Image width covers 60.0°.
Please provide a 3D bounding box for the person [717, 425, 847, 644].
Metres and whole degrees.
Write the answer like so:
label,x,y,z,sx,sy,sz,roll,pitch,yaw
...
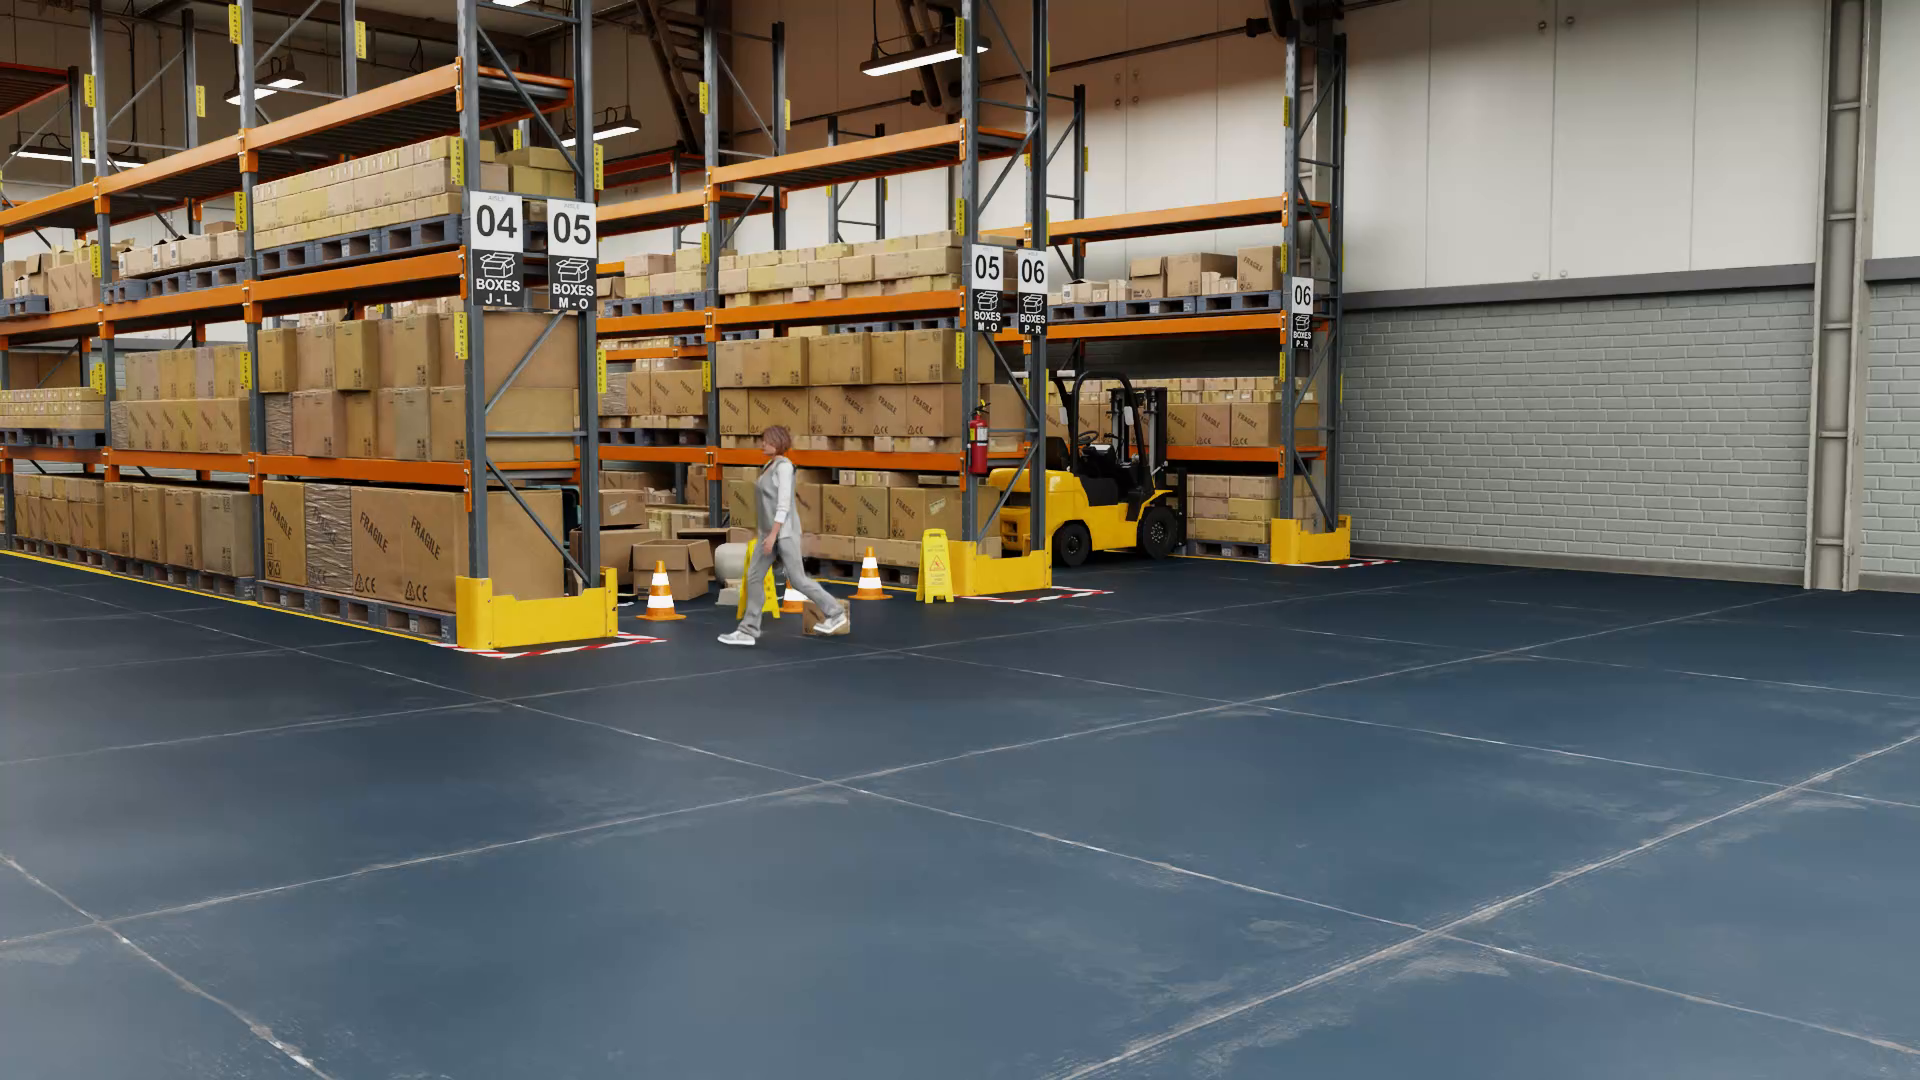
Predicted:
label,x,y,z,sx,sy,sz,roll,pitch,yaw
person,-1.257,-0.039,11.814,0.942,1.552,0.435,-2,5,-28
